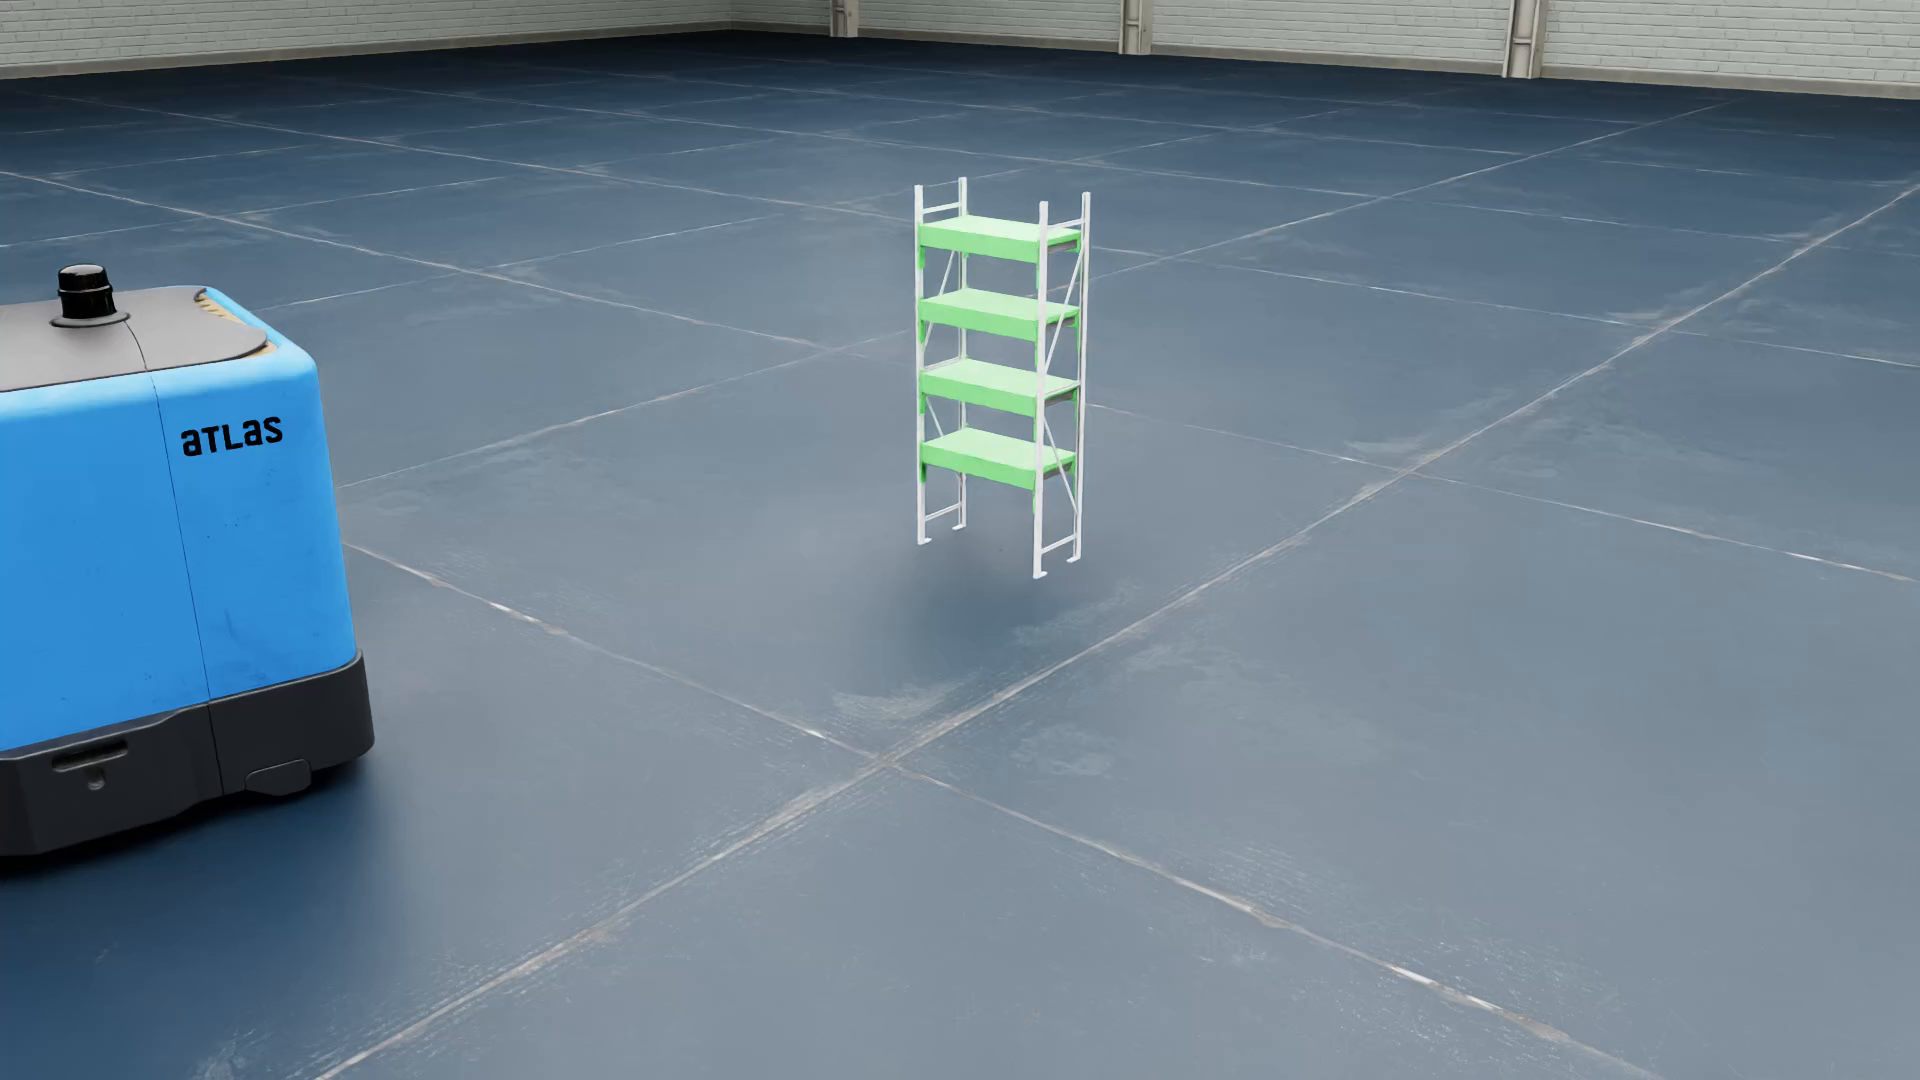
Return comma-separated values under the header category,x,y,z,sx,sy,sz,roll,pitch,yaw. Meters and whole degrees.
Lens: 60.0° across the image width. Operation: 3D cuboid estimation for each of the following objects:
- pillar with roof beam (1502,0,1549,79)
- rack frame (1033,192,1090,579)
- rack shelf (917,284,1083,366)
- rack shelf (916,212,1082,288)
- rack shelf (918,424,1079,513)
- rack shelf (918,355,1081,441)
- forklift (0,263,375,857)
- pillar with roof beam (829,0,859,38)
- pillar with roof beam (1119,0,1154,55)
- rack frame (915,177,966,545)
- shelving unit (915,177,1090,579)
category,x,y,z,sx,sy,sz,roll,pitch,yaw
pillar with roof beam,4.578,-9.057,16.931,0.400,9.000,9.100,16,26,36
rack frame,0.317,-0.470,5.214,0.015,1.200,0.240,16,26,36
rack shelf,0.128,-0.689,5.296,0.480,0.148,0.258,16,26,36
rack shelf,0.128,-0.914,5.212,0.480,0.148,0.258,16,26,36
rack shelf,0.128,-0.240,5.466,0.480,0.148,0.258,16,26,36
rack shelf,0.128,-0.465,5.381,0.480,0.148,0.258,16,26,36
forklift,-2.945,-0.622,3.164,3.031,2.935,1.130,-14,25,-33
pillar with roof beam,-4.719,-11.734,24.031,0.400,9.000,9.100,16,26,36
pillar with roof beam,-0.070,-10.395,20.481,0.400,9.000,9.100,16,26,36
rack frame,-0.061,-0.579,5.503,0.015,1.200,0.240,16,26,36
shelving unit,0.128,-0.524,5.359,0.503,1.200,0.258,16,26,36
